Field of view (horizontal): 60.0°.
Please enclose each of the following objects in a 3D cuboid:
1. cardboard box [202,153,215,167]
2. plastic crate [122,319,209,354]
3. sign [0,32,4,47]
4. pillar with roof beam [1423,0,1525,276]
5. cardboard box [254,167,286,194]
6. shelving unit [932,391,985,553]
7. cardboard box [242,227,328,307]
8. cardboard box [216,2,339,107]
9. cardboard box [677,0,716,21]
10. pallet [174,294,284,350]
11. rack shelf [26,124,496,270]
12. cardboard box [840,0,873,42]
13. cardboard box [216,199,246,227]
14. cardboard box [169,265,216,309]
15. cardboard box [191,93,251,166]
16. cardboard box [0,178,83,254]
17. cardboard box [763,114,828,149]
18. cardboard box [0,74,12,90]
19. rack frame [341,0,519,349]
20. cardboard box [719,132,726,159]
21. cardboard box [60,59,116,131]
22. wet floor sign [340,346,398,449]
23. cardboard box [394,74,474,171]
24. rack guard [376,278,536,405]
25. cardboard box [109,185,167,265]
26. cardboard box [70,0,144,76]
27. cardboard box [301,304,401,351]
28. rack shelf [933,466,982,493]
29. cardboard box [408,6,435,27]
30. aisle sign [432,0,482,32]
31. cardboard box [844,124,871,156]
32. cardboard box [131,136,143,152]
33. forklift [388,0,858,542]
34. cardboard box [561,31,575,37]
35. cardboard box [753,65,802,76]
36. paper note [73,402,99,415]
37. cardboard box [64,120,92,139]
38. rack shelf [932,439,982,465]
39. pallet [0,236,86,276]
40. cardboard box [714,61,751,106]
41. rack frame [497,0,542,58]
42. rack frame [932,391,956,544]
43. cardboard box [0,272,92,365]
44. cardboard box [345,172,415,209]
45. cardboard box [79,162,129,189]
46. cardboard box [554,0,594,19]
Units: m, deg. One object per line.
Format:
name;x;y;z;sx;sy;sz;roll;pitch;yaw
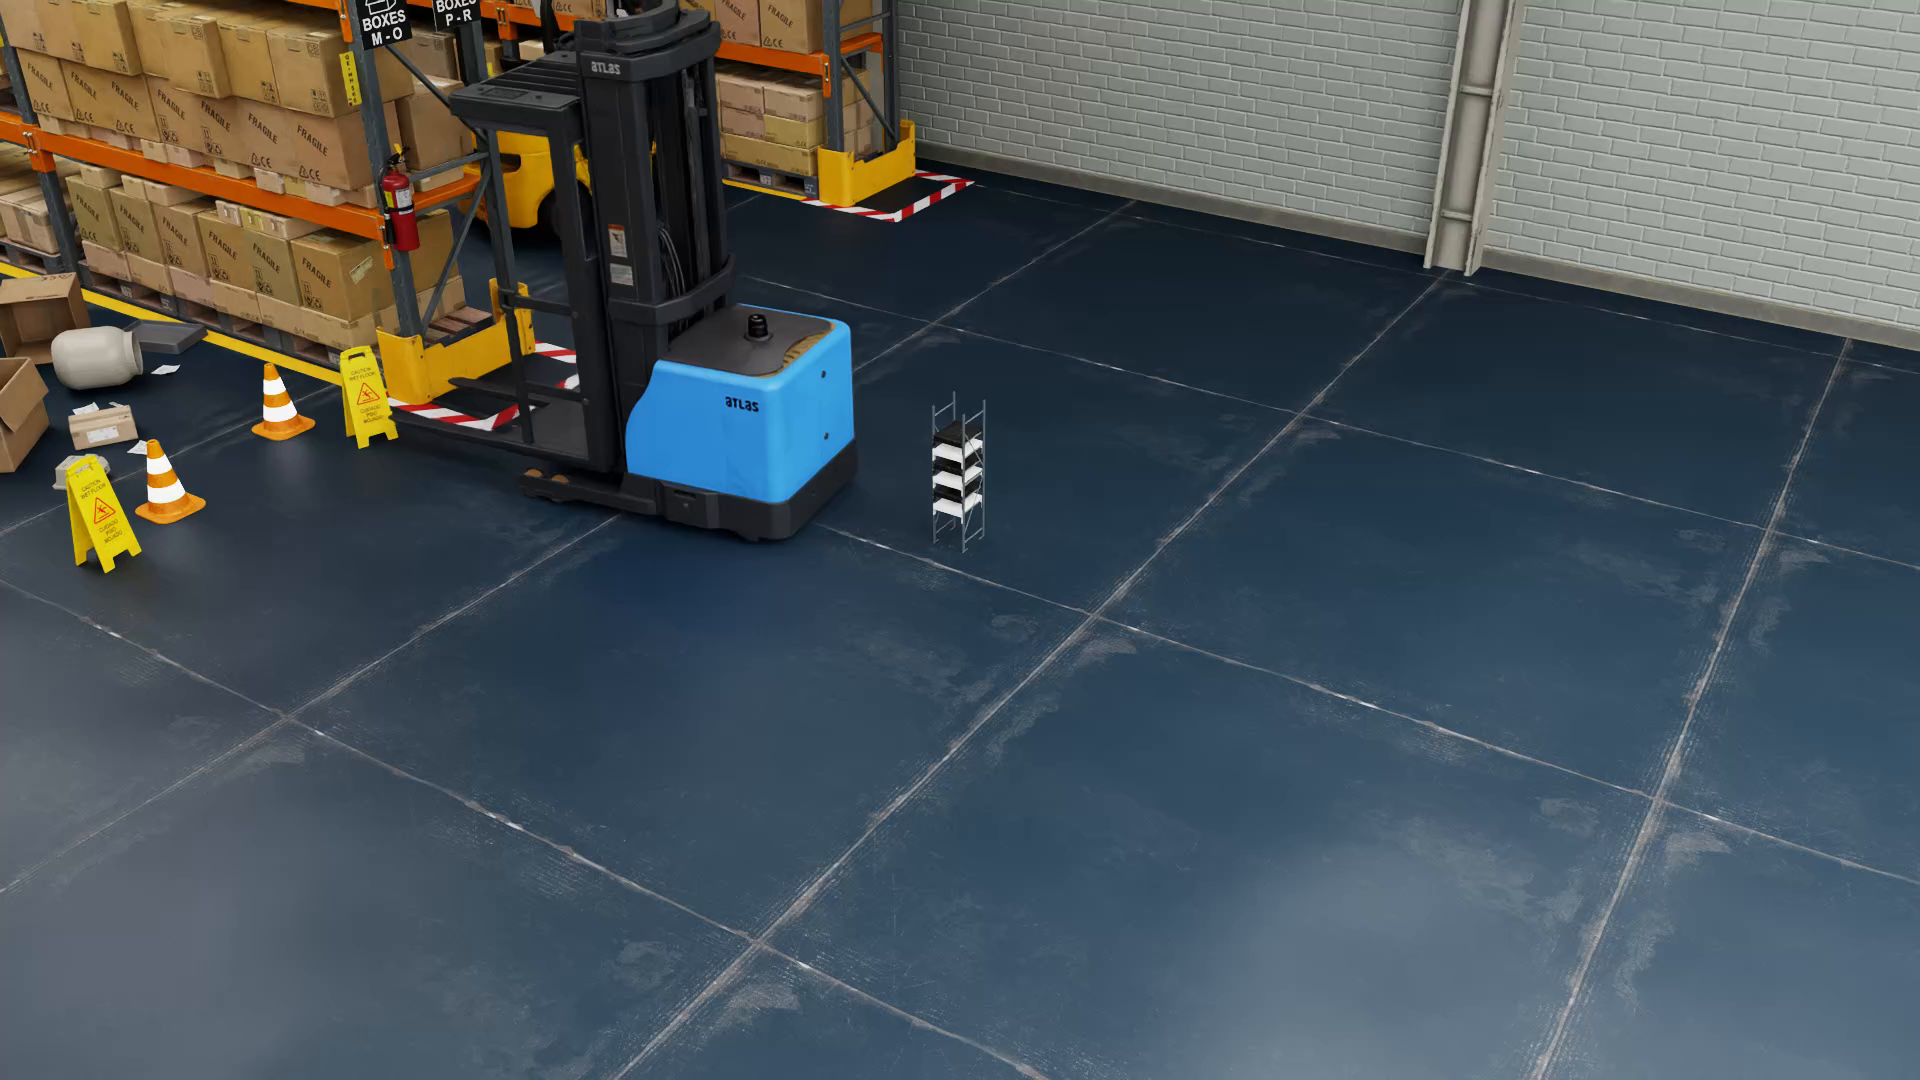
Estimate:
cardboard box;-5.229;-2.809;12.010;0.250;0.149;0.380;18;35;27
plastic crate;-6.008;-1.530;12.466;0.583;0.080;0.402;6;31;10
sign;-7.194;-3.824;12.352;0.005;0.325;0.100;18;35;27
pillar with roof beam;1.804;-4.328;8.411;0.400;9.000;9.100;18;35;27
cardboard box;-4.658;-2.545;11.558;0.250;0.149;0.380;18;35;28
shelving unit;-0.007;-0.391;9.699;0.210;0.900;0.258;18;35;27
cardboard box;-4.775;-2.050;12.027;0.500;0.500;0.500;19;35;29
cardboard box;-4.488;-3.277;11.175;0.500;0.500;0.700;18;35;28
cardboard box;-2.304;-4.953;15.337;0.500;0.500;0.500;17;34;26
pallet;-5.277;-1.866;12.912;1.213;0.211;1.003;18;35;27
rack shelf;-5.208;-2.716;12.314;4.000;0.370;1.077;18;35;27
cardboard box;-1.150;-4.904;15.253;0.500;0.500;0.500;19;35;29
cardboard box;-5.111;-2.401;11.986;0.250;0.149;0.380;19;35;29
cardboard box;-5.637;-2.003;12.692;0.500;0.250;0.500;17;34;27
cardboard box;-4.964;-2.962;11.628;0.500;0.500;0.500;17;34;27
cardboard box;-7.348;-2.748;13.847;0.625;0.372;0.950;18;35;28
cardboard box;-1.457;-3.817;15.304;0.500;0.250;0.500;17;34;27
cardboard box;-7.485;-3.655;13.043;0.250;0.149;0.380;18;35;28
rack frame;-3.514;-2.491;11.215;0.127;3.000;1.000;18;35;27
cardboard box;-2.279;-3.870;15.891;0.500;0.250;0.500;18;35;28
cardboard box;-6.240;-3.372;12.332;0.500;0.500;0.500;17;34;27
wet floor sign;-3.922;-0.966;10.938;0.267;0.644;0.232;-21;36;-32
cardboard box;-3.768;-2.907;11.535;0.500;0.500;0.500;17;34;27
rack guard;-3.579;-1.431;11.880;0.348;0.500;1.175;18;35;27
cardboard box;-6.086;-2.468;12.744;0.500;0.500;0.500;19;35;29
cardboard box;-5.813;-3.663;11.838;0.500;0.500;0.700;17;34;26
cardboard box;-4.362;-1.592;11.987;0.500;0.250;0.500;17;34;27
rack shelf;-0.007;-0.362;9.716;0.200;0.077;0.258;18;35;27
cardboard box;-6.005;-5.384;18.114;0.625;0.625;0.875;16;34;25
aisle sign;-3.297;-3.729;10.758;0.004;0.787;0.394;18;35;27
cardboard box;-1.191;-3.819;15.803;0.500;0.250;0.500;18;35;28
cardboard box;-5.890;-2.989;12.319;0.250;0.149;0.380;17;34;27
forklift;-2.214;-1.730;9.979;3.031;2.935;1.130;12;32;20
cardboard box;-3.747;-5.058;16.935;0.500;0.250;0.500;18;35;28
cardboard box;-1.610;-4.378;15.769;0.500;0.250;0.500;18;35;27
paper note;-6.013;-0.898;11.443;0.148;0.019;0.142;-21;36;-32
cardboard box;-6.564;-3.187;12.658;0.250;0.149;0.380;19;35;29
rack shelf;-0.007;-0.518;9.626;0.200;0.077;0.258;18;35;27
pallet;-7.562;-2.566;14.111;1.213;0.211;1.003;18;35;27
cardboard box;-2.303;-4.291;15.621;0.500;0.250;0.500;18;35;28
rack frame;-4.266;-5.682;16.685;0.127;3.000;1.000;18;35;27
rack frame;-0.093;-0.418;9.746;0.006;0.900;0.240;18;35;27
cardboard box;-6.718;-1.616;12.193;0.500;0.500;0.500;-9;32;-15
cardboard box;-3.945;-2.391;11.293;0.250;0.149;0.380;19;35;29
cardboard box;-6.472;-2.828;12.716;0.250;0.149;0.380;18;35;28
cardboard box;-3.579;-5.362;16.038;0.500;0.500;0.500;18;35;28
